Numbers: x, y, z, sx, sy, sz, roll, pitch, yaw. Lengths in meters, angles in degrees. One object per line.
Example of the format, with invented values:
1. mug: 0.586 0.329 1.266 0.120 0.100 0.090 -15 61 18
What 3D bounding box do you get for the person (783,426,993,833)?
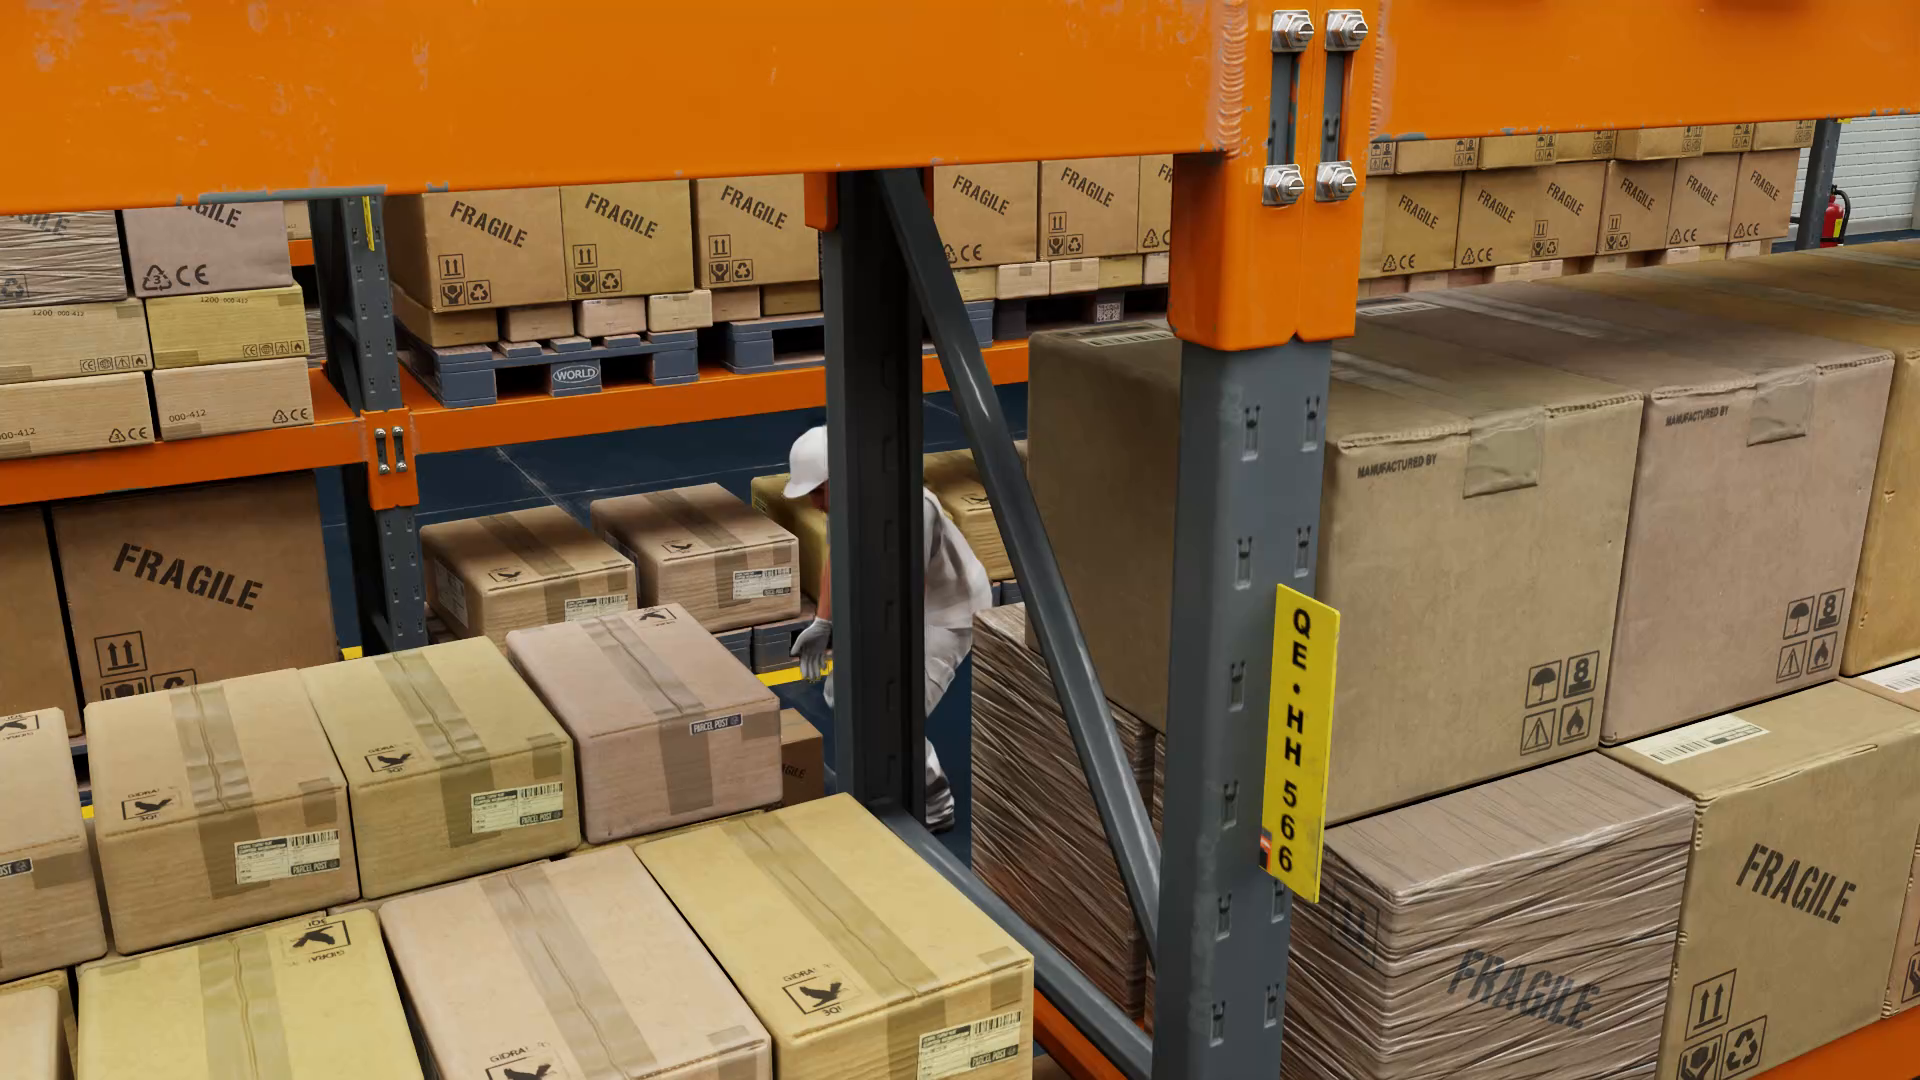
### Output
1. person: -0.234 0.307 5.595 0.730 1.472 0.582 -9 21 -27
